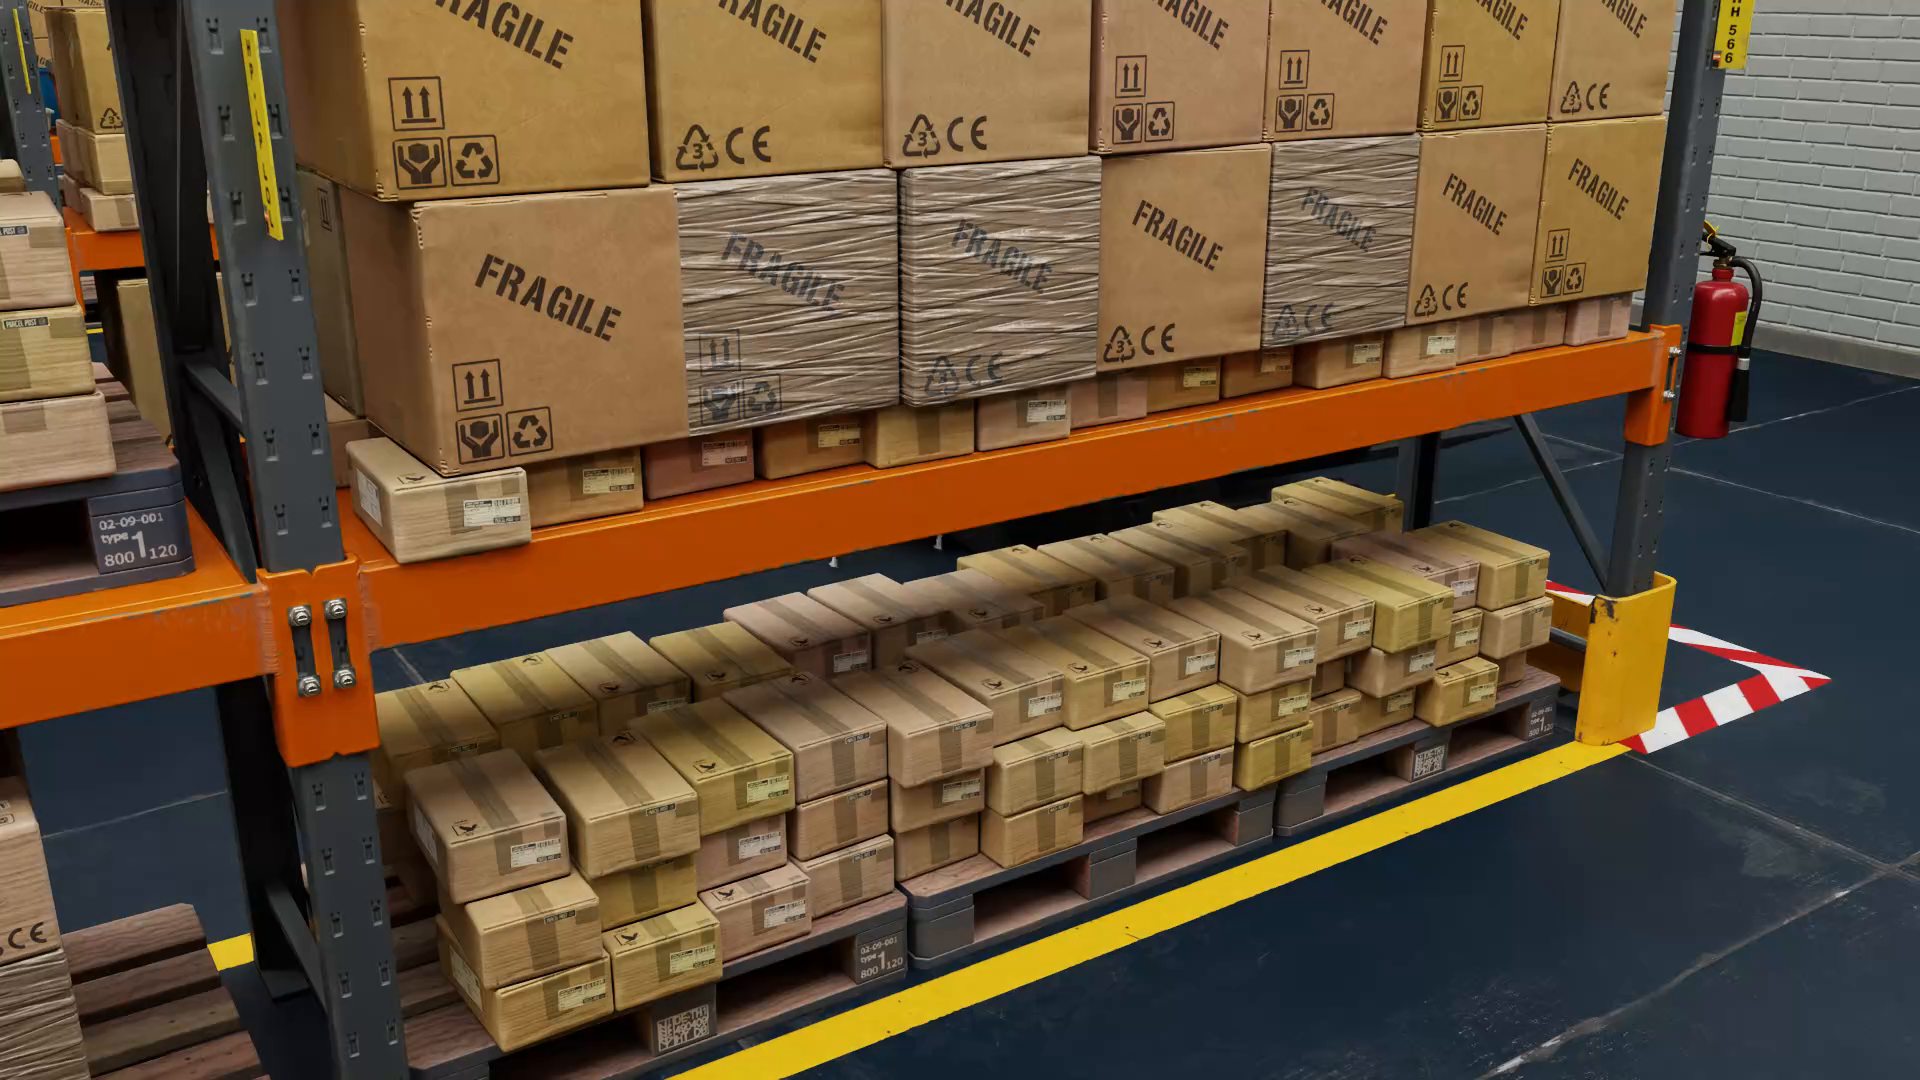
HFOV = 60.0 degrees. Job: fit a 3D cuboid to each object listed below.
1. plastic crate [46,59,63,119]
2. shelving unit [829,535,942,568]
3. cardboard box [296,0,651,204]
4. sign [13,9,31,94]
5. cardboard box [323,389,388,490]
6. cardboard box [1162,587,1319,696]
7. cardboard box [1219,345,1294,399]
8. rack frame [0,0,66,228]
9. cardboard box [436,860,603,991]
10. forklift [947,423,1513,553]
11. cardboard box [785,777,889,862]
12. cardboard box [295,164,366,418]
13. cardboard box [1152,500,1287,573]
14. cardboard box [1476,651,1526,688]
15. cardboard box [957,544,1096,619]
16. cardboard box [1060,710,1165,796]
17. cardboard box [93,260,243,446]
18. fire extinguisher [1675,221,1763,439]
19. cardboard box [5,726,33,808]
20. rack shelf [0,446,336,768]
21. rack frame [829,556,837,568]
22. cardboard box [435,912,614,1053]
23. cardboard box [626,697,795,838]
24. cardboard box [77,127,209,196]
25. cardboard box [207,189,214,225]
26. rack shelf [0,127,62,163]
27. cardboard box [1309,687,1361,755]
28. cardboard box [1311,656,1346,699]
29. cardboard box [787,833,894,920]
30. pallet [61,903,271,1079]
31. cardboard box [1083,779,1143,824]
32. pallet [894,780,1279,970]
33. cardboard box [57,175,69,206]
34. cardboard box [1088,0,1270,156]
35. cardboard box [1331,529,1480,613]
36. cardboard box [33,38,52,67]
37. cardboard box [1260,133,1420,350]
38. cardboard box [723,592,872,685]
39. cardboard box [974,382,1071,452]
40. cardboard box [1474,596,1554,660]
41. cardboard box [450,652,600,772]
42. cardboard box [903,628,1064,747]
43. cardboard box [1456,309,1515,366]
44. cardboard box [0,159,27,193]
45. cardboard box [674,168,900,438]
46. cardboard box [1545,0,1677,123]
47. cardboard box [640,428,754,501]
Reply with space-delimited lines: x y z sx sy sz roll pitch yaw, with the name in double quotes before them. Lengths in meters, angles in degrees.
"plastic crate" -5.917 -3.069 11.446 0.583 0.464 0.402 -12 22 -31
"shelving unit" -0.356 -0.522 6.915 0.503 1.200 0.258 -10 21 -26
"cardboard box" -0.923 -0.927 3.122 0.500 0.500 0.500 -11 22 -30
"sign" -3.770 -1.963 6.683 0.005 0.325 0.100 -12 22 -31
"cardboard box" -1.324 -0.245 3.677 0.250 0.149 0.380 -12 22 -32
"cardboard box" 0.772 0.275 4.615 0.250 0.149 0.380 -11 22 -29
"cardboard box" 0.666 -0.500 4.432 0.250 0.149 0.380 -13 23 -34
"rack frame" -4.077 -1.595 7.280 0.127 3.000 1.000 -12 22 -31
"cardboard box" -0.955 0.782 3.580 0.250 0.149 0.380 -11 21 -29
"forklift" 1.233 -1.599 7.398 3.031 2.935 1.130 -10 21 -26
"cardboard box" -0.382 0.614 4.077 0.250 0.149 0.380 -13 23 -34
"cardboard box" -1.185 -0.600 3.715 0.500 0.500 0.500 -12 22 -31
"cardboard box" 0.838 0.007 5.408 0.250 0.149 0.380 -12 22 -32
"cardboard box" 1.582 0.345 5.337 0.250 0.149 0.380 -11 22 -30
"cardboard box" 0.194 0.153 4.976 0.250 0.149 0.380 -12 22 -31
"cardboard box" 0.326 0.507 4.392 0.250 0.149 0.380 -12 22 -31
"cardboard box" -3.482 -0.883 7.834 0.875 0.875 0.875 -12 22 -31
"fire extinguisher" 2.371 -0.663 5.225 0.183 0.674 0.296 -12 22 -31
"cardboard box" -2.196 0.439 3.340 0.500 0.250 0.500 -13 23 -34
"rack shelf" -3.104 0.442 2.376 4.000 0.370 1.077 -12 22 -31
"rack frame" -0.572 -0.485 6.806 0.015 1.200 0.240 -10 21 -26
"cardboard box" -0.953 0.923 3.628 0.250 0.149 0.380 -13 23 -34
"cardboard box" -0.585 0.523 3.880 0.250 0.149 0.380 -12 22 -32
"cardboard box" -3.541 -1.678 7.294 0.500 0.250 0.500 -12 22 -32
"cardboard box" -3.428 -1.486 7.348 0.250 0.149 0.380 -13 22 -33
"rack shelf" -5.131 -2.932 12.356 4.000 0.370 1.077 -12 22 -31
"cardboard box" 0.956 0.488 4.915 0.250 0.149 0.380 -12 22 -31
"cardboard box" 0.909 0.336 4.897 0.250 0.149 0.380 -12 22 -32
"cardboard box" -0.367 0.760 4.109 0.250 0.149 0.380 -12 22 -33
"pallet" -2.083 1.208 3.343 1.213 0.211 1.003 -12 22 -31
"cardboard box" 0.286 0.616 4.533 0.250 0.149 0.380 -11 22 -30
"pallet" 0.128 0.726 4.767 1.213 0.211 1.003 -12 22 -31
"cardboard box" -8.576 -3.489 16.392 0.500 0.311 0.500 -12 22 -31
"cardboard box" 0.369 -1.193 3.908 0.500 0.500 0.500 -13 23 -33
"cardboard box" 1.363 0.104 5.119 0.250 0.149 0.380 -11 22 -30
"cardboard box" -8.521 -4.401 15.423 0.500 0.500 0.500 -11 22 -30
"cardboard box" 0.822 -0.814 4.350 0.500 0.500 0.500 -12 22 -31
"cardboard box" -0.449 0.288 4.576 0.250 0.149 0.380 -13 23 -34
"cardboard box" 0.056 -0.339 3.957 0.250 0.149 0.380 -11 21 -29
"cardboard box" 1.623 0.225 5.228 0.250 0.149 0.380 -13 22 -33
"cardboard box" -1.088 0.431 4.153 0.250 0.149 0.380 -12 22 -31
"cardboard box" 0.060 0.378 4.309 0.250 0.149 0.380 -13 23 -34
"cardboard box" 1.361 -0.621 4.791 0.250 0.149 0.380 -12 22 -32
"cardboard box" -2.016 -0.666 3.339 0.250 0.149 0.380 -11 21 -29
"cardboard box" -0.472 -0.548 3.562 0.500 0.500 0.500 -12 22 -31
"cardboard box" 1.662 -1.470 4.728 0.500 0.500 0.500 -12 22 -32
"cardboard box" -0.648 -0.221 3.606 0.250 0.149 0.380 -13 23 -34
